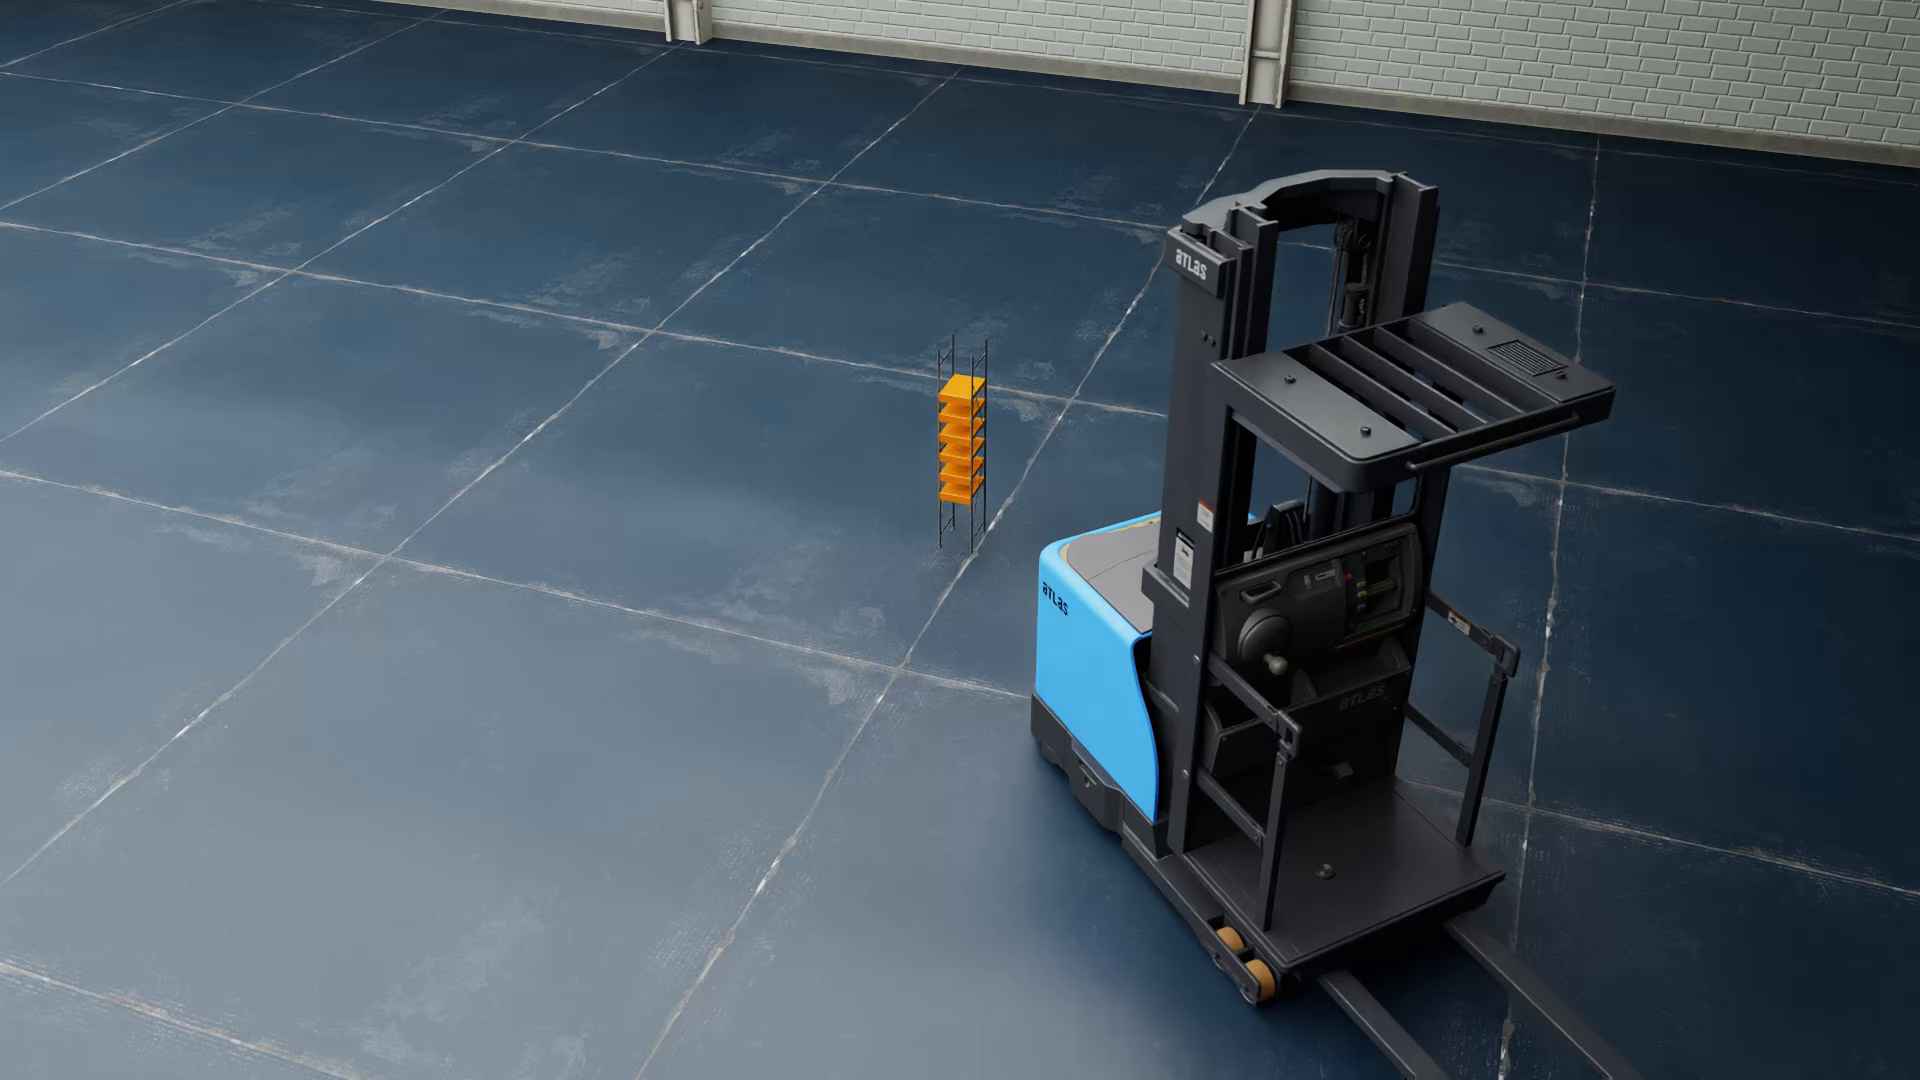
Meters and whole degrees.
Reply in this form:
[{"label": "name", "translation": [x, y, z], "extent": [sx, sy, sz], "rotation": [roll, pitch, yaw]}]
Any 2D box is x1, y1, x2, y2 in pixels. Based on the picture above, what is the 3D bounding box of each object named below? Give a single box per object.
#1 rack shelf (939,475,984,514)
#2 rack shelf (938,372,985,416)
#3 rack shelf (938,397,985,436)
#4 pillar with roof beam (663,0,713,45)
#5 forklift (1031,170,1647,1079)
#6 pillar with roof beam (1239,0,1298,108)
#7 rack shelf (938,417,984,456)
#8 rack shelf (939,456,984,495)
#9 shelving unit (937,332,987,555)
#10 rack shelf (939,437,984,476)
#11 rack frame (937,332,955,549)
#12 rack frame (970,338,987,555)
[{"label": "rack shelf", "translation": [0.014, -0.262, 9.043], "extent": [0.180, 0.103, 0.258], "rotation": [11, 34, 16]}, {"label": "rack shelf", "translation": [0.014, -0.767, 8.717], "extent": [0.180, 0.103, 0.258], "rotation": [11, 34, 16]}, {"label": "rack shelf", "translation": [0.014, -0.666, 8.782], "extent": [0.180, 0.103, 0.258], "rotation": [11, 34, 16]}, {"label": "pillar with roof beam", "translation": [-4.259, -6.797, 11.450], "extent": [0.400, 9.000, 9.100], "rotation": [11, 34, 16]}, {"label": "forklift", "translation": [1.457, 0.282, 6.079], "extent": [1.130, 2.935, 3.031], "rotation": [-16, 36, -23]}, {"label": "pillar with roof beam", "translation": [1.389, -5.699, 9.749], "extent": [0.400, 9.000, 9.100], "rotation": [11, 34, 16]}, {"label": "rack shelf", "translation": [0.014, -0.565, 8.848], "extent": [0.180, 0.103, 0.258], "rotation": [11, 34, 16]}, {"label": "rack shelf", "translation": [0.014, -0.363, 8.978], "extent": [0.180, 0.103, 0.258], "rotation": [11, 34, 16]}, {"label": "shelving unit", "translation": [0.014, -0.501, 8.888], "extent": [0.189, 1.200, 0.258], "rotation": [11, 34, 16]}, {"label": "rack shelf", "translation": [0.014, -0.464, 8.913], "extent": [0.180, 0.103, 0.258], "rotation": [11, 34, 16]}, {"label": "rack frame", "translation": [-0.073, -0.518, 8.914], "extent": [0.006, 1.200, 0.240], "rotation": [11, 34, 16]}, {"label": "rack frame", "translation": [0.100, -0.485, 8.863], "extent": [0.006, 1.200, 0.240], "rotation": [11, 34, 16]}]
